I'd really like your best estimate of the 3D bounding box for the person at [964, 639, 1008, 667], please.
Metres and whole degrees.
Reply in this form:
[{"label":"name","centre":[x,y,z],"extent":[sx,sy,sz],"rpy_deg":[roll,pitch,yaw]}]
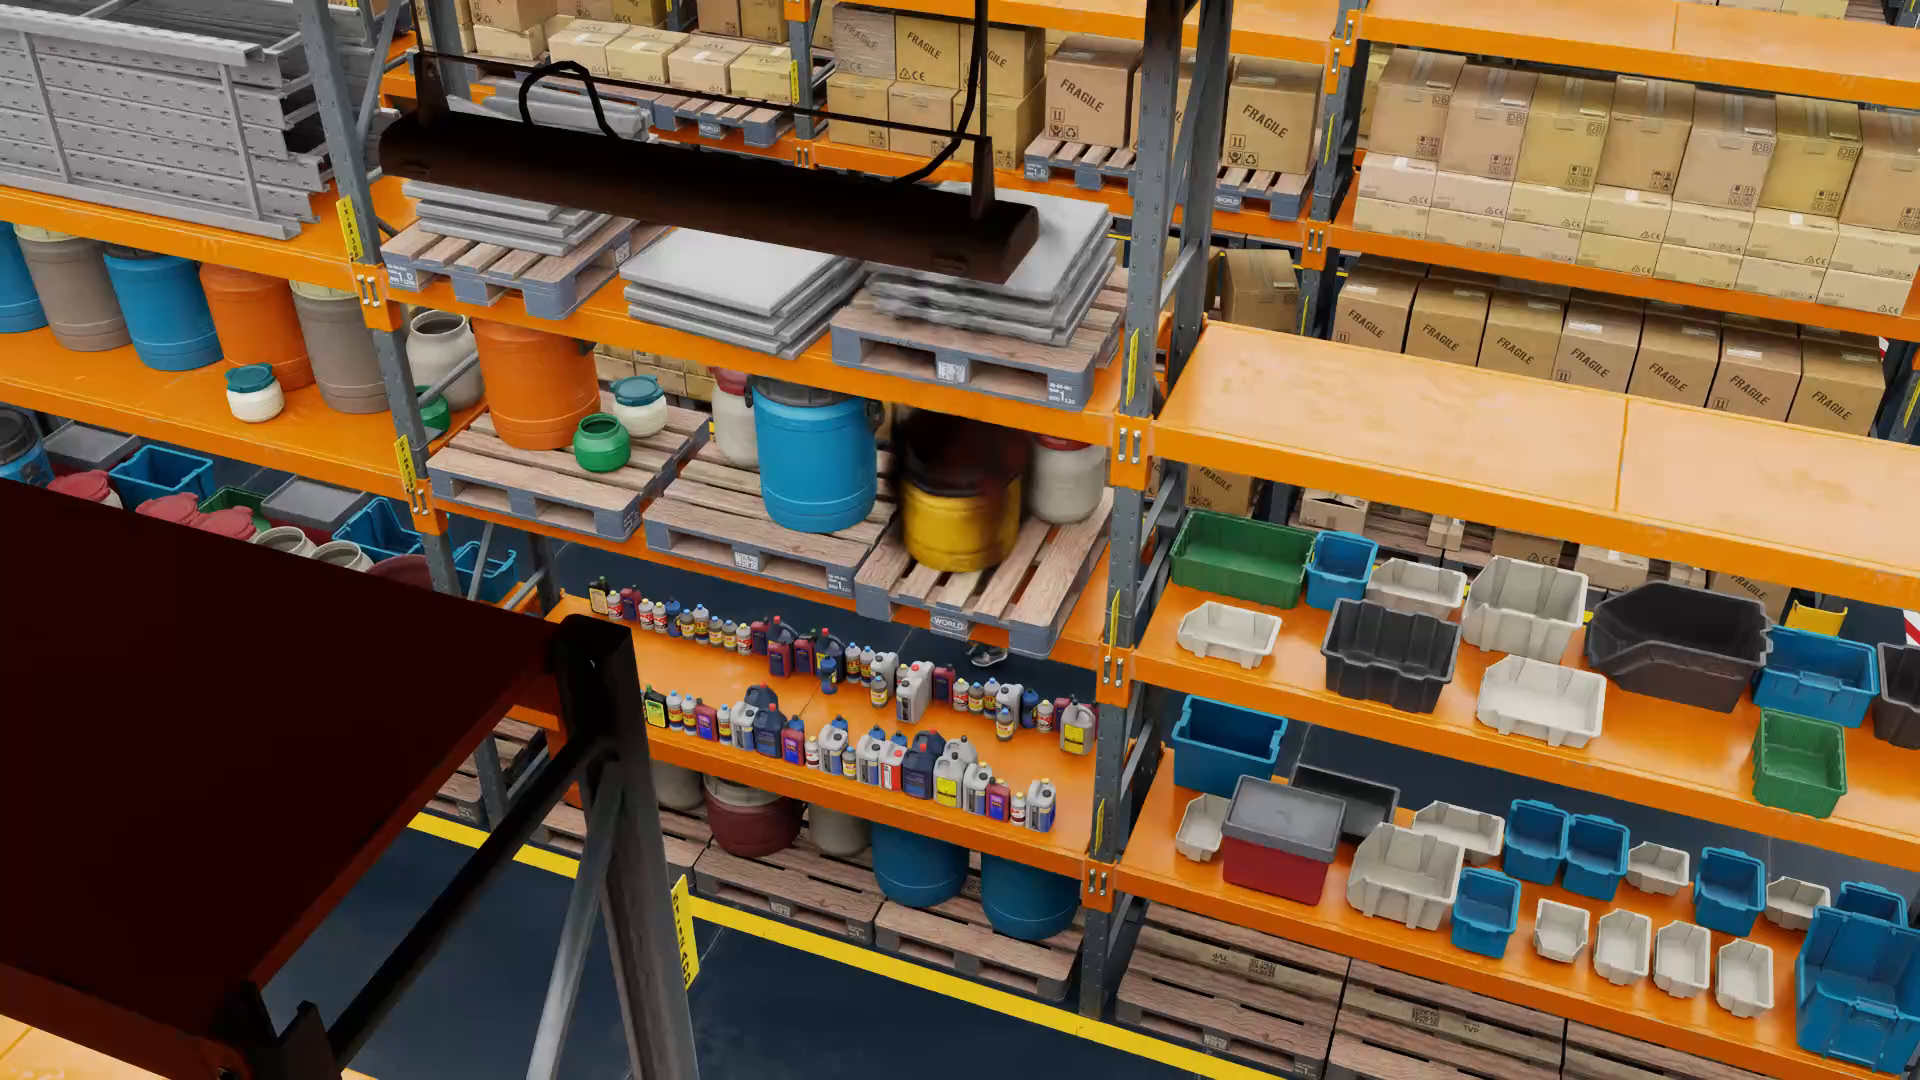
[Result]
[{"label":"person","centre":[-0.059,0.250,11.832],"extent":[0.841,1.441,0.577],"rpy_deg":[4,37,6]}]
